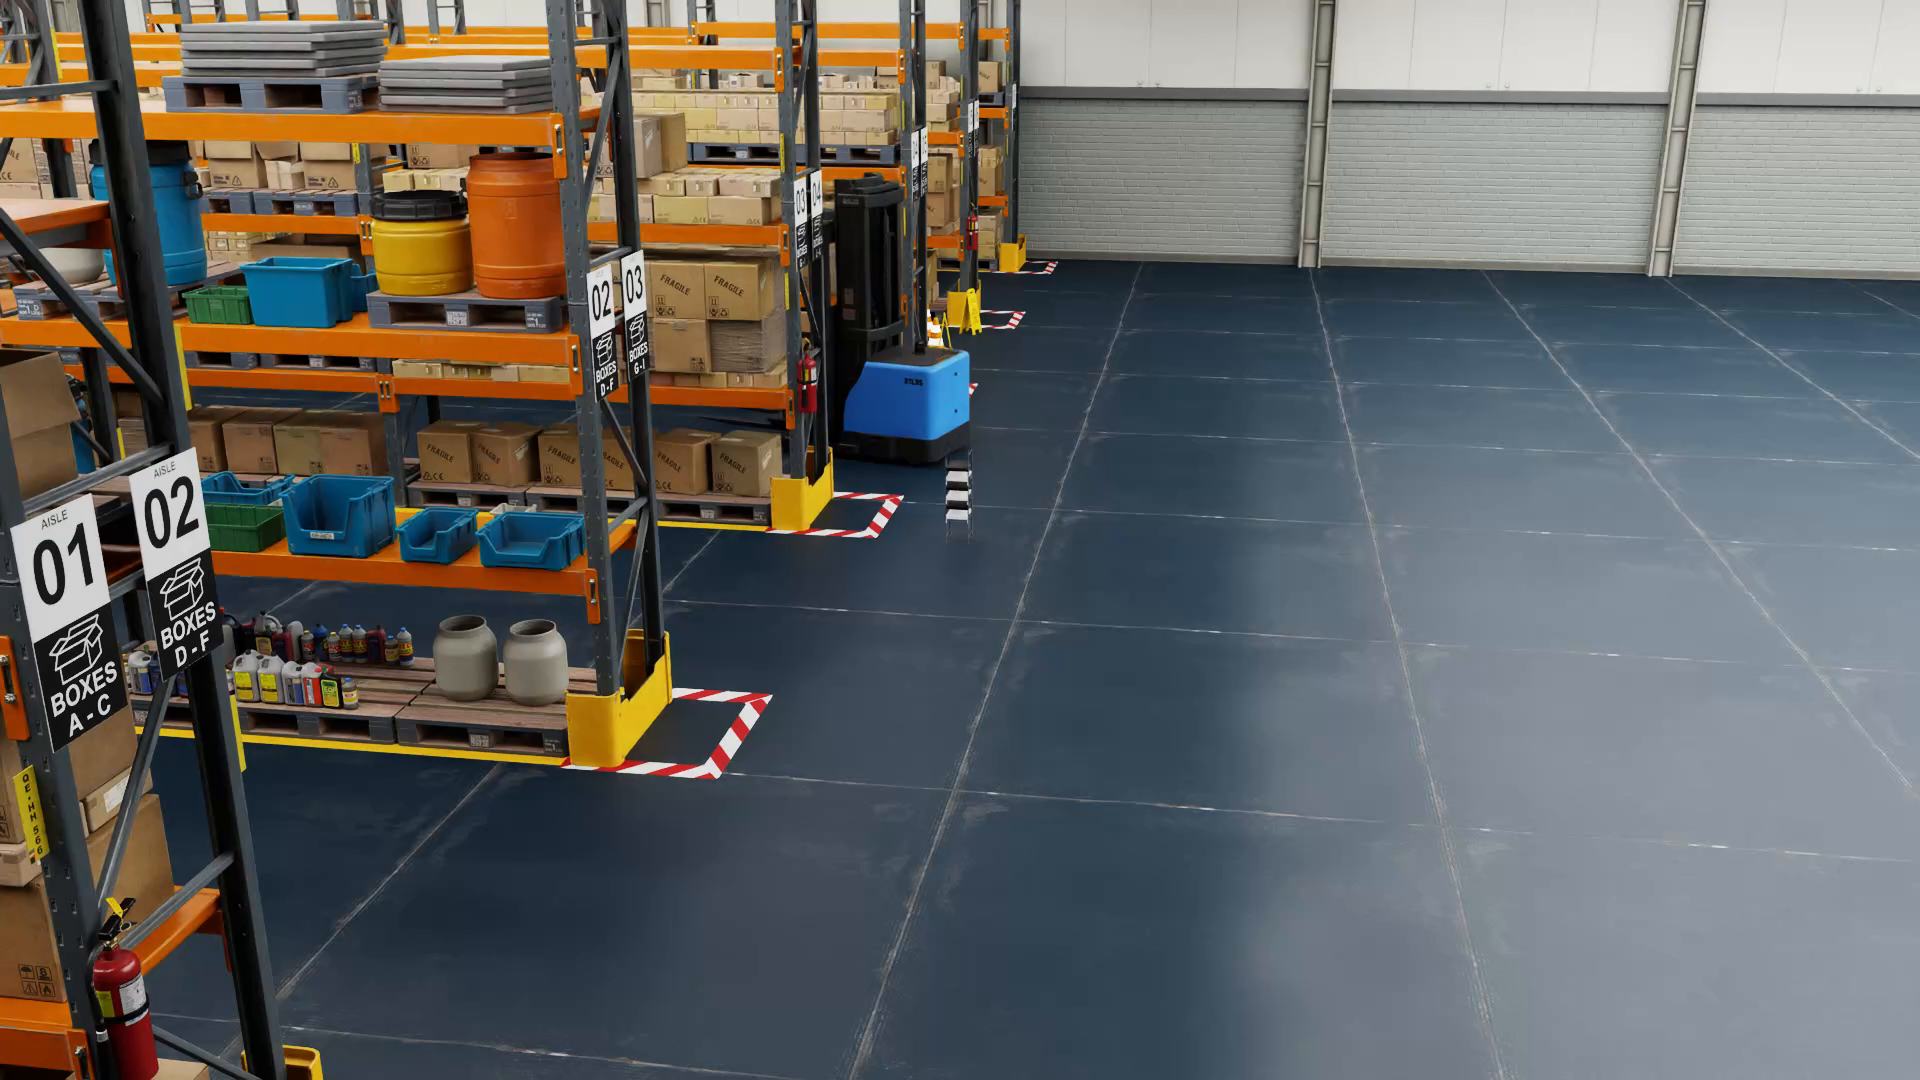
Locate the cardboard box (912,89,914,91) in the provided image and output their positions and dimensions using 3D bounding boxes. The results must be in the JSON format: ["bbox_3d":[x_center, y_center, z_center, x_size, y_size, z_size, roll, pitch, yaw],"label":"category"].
[{"bbox_3d":[-0.669,-6.598,24.654,0.250,0.149,0.380,3,19,9],"label":"cardboard box"}]

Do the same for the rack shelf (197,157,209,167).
[{"bbox_3d":[-10.421,-4.824,21.346,4.000,0.370,1.077,3,19,9],"label":"rack shelf"}]

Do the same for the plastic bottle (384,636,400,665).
[{"bbox_3d":[-4.063,0.786,11.892,0.097,0.201,0.097,0,18,0],"label":"plastic bottle"}]

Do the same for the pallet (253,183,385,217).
[{"bbox_3d":[-5.976,-3.290,15.923,1.003,0.211,1.213,3,19,9],"label":"pallet"}]

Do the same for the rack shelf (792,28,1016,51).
[{"bbox_3d":[-1.053,-8.765,29.029,4.000,0.370,1.077,3,19,9],"label":"rack shelf"}]

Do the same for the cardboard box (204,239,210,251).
[{"bbox_3d":[-9.530,-3.771,21.057,0.250,0.149,0.380,3,19,10],"label":"cardboard box"}]

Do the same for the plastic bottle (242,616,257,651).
[{"bbox_3d":[-5.131,0.686,12.059,0.133,0.283,0.061,4,19,12],"label":"plastic bottle"}]

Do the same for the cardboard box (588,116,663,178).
[{"bbox_3d":[-3.005,-3.537,14.953,0.500,0.500,0.500,3,19,9],"label":"cardboard box"}]

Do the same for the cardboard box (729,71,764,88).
[{"bbox_3d":[-3.781,-8.139,29.440,0.500,0.311,0.500,2,19,7],"label":"cardboard box"}]

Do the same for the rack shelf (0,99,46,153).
[{"bbox_3d":[-8.144,-2.755,11.066,4.000,0.370,1.077,3,19,9],"label":"rack shelf"}]

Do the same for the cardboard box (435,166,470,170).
[{"bbox_3d":[-4.767,-3.464,15.757,0.250,0.149,0.380,3,19,9],"label":"cardboard box"}]

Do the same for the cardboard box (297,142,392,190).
[{"bbox_3d":[-5.832,-3.617,15.781,0.637,0.503,0.797,2,19,6],"label":"cardboard box"}]

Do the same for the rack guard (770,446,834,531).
[{"bbox_3d":[-1.509,-0.509,15.983,0.348,0.500,1.175,3,19,9],"label":"rack guard"}]

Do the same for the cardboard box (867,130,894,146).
[{"bbox_3d":[-0.930,-4.700,19.418,0.250,0.149,0.380,3,19,9],"label":"cardboard box"}]

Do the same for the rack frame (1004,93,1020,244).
[{"bbox_3d":[0.921,-6.350,29.502,0.127,3.000,1.000,3,19,9],"label":"rack frame"}]

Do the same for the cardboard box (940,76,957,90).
[{"bbox_3d":[-0.195,-7.915,28.843,0.258,0.266,0.396,3,19,9],"label":"cardboard box"}]

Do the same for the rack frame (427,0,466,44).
[{"bbox_3d":[-7.761,-8.043,25.105,0.127,3.000,1.000,3,19,9],"label":"rack frame"}]

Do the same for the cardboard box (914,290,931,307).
[{"bbox_3d":[-0.727,-3.648,25.097,0.500,0.250,0.500,3,19,8],"label":"cardboard box"}]

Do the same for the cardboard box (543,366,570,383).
[{"bbox_3d":[-3.736,-1.596,15.689,0.250,0.149,0.380,3,19,9],"label":"cardboard box"}]

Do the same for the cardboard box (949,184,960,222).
[{"bbox_3d":[-0.286,-5.094,25.122,0.500,0.500,0.500,3,19,8],"label":"cardboard box"}]

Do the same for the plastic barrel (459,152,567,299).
[{"bbox_3d":[-2.720,-1.949,10.281,0.708,0.830,0.600,3,19,9],"label":"plastic barrel"}]

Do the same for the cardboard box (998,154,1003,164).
[{"bbox_3d":[0.628,-6.804,29.677,0.250,0.149,0.380,2,19,7],"label":"cardboard box"}]

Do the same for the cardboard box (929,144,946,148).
[{"bbox_3d":[-0.399,-6.985,29.751,0.250,0.149,0.380,4,19,10],"label":"cardboard box"}]

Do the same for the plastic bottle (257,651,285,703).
[{"bbox_3d":[-4.648,0.918,11.259,0.185,0.351,0.144,4,19,11],"label":"plastic bottle"}]

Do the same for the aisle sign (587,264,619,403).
[{"bbox_3d":[-2.196,-1.275,10.236,0.004,0.787,0.394,3,19,9],"label":"aisle sign"}]

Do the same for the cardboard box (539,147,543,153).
[{"bbox_3d":[-7.461,-7.074,30.847,0.500,0.500,0.500,4,19,11],"label":"cardboard box"}]

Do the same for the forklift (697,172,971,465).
[{"bbox_3d":[-1.446,-2.473,18.022,3.031,2.935,1.130,8,20,23],"label":"forklift"}]

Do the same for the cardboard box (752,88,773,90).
[{"bbox_3d":[-2.953,-6.700,24.959,0.250,0.149,0.380,3,19,10],"label":"cardboard box"}]

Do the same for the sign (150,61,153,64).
[{"bbox_3d":[-14.962,-8.823,30.786,0.005,0.325,0.100,3,19,9],"label":"sign"}]

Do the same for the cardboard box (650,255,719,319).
[{"bbox_3d":[-2.511,-2.327,15.274,0.500,0.500,0.500,3,19,9],"label":"cardboard box"}]

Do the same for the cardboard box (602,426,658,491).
[{"bbox_3d":[-3.259,-0.798,16.184,0.500,0.500,0.500,5,19,14],"label":"cardboard box"}]

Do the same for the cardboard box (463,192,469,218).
[{"bbox_3d":[-4.457,-3.115,15.342,0.500,0.250,0.500,3,19,8],"label":"cardboard box"}]

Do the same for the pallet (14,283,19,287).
[{"bbox_3d":[-14.858,-4.262,27.656,1.213,0.211,1.003,3,19,9],"label":"pallet"}]

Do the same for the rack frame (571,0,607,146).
[{"bbox_3d":[-4.497,-6.286,19.854,0.127,3.000,1.000,3,19,9],"label":"rack frame"}]

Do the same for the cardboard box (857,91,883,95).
[{"bbox_3d":[-1.074,-5.297,19.946,0.250,0.149,0.380,3,19,9],"label":"cardboard box"}]

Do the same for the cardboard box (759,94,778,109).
[{"bbox_3d":[-2.189,-5.142,19.483,0.250,0.149,0.380,3,19,8],"label":"cardboard box"}]

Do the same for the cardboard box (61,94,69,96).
[{"bbox_3d":[-14.190,-7.136,26.444,0.500,0.311,0.500,3,19,10],"label":"cardboard box"}]

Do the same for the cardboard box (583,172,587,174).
[{"bbox_3d":[-3.558,-3.263,15.156,0.250,0.149,0.380,3,19,10],"label":"cardboard box"}]

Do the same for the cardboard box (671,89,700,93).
[{"bbox_3d":[-3.341,-5.412,20.290,0.250,0.149,0.380,3,19,10],"label":"cardboard box"}]

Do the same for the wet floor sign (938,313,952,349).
[{"bbox_3d":[-0.205,-2.742,22.427,0.232,0.644,0.267,0,19,-1],"label":"wet floor sign"}]

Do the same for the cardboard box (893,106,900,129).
[{"bbox_3d":[-0.984,-5.083,19.935,0.500,0.250,0.500,3,19,9],"label":"cardboard box"}]

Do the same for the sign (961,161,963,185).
[{"bbox_3d":[0.030,-5.321,24.103,0.005,0.325,0.100,3,19,9],"label":"sign"}]

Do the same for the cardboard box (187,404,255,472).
[{"bbox_3d":[-7.558,-1.039,16.873,0.500,0.500,0.700,5,19,13],"label":"cardboard box"}]

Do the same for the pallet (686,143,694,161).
[{"bbox_3d":[-3.691,-4.777,20.211,1.213,0.211,1.003,3,19,9],"label":"pallet"}]

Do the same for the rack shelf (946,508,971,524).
[{"bbox_3d":[-0.008,-0.225,15.176,0.200,0.077,0.258,3,19,9],"label":"rack shelf"}]

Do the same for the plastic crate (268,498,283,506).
[{"bbox_3d":[-4.526,-0.213,11.574,0.437,0.136,0.530,3,19,9],"label":"plastic crate"}]

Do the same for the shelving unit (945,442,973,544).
[{"bbox_3d":[-0.008,-0.427,15.108,0.210,0.900,0.258,3,19,9],"label":"shelving unit"}]

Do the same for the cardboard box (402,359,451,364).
[{"bbox_3d":[-4.949,-2.038,15.988,0.500,0.500,0.875,3,19,9],"label":"cardboard box"}]

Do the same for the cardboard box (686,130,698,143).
[{"bbox_3d":[-3.187,-4.815,19.763,0.250,0.149,0.380,3,19,8],"label":"cardboard box"}]

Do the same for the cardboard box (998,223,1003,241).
[{"bbox_3d":[0.490,-5.571,30.058,0.500,0.250,0.500,3,19,10],"label":"cardboard box"}]

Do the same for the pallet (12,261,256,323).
[{"bbox_3d":[-5.441,-1.667,11.076,1.003,0.211,1.213,3,19,9],"label":"pallet"}]

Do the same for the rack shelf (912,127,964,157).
[{"bbox_3d":[-1.837,-5.977,24.793,4.000,0.370,1.077,3,19,9],"label":"rack shelf"}]

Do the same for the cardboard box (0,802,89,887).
[{"bbox_3d":[-3.417,1.098,6.060,0.250,0.149,0.380,3,19,8],"label":"cardboard box"}]

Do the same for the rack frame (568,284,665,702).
[{"bbox_3d":[-2.220,-0.139,10.937,0.127,3.000,1.000,3,19,9],"label":"rack frame"}]

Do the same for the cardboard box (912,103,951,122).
[{"bbox_3d":[-0.410,-6.229,24.179,0.500,0.250,0.500,3,19,8],"label":"cardboard box"}]
